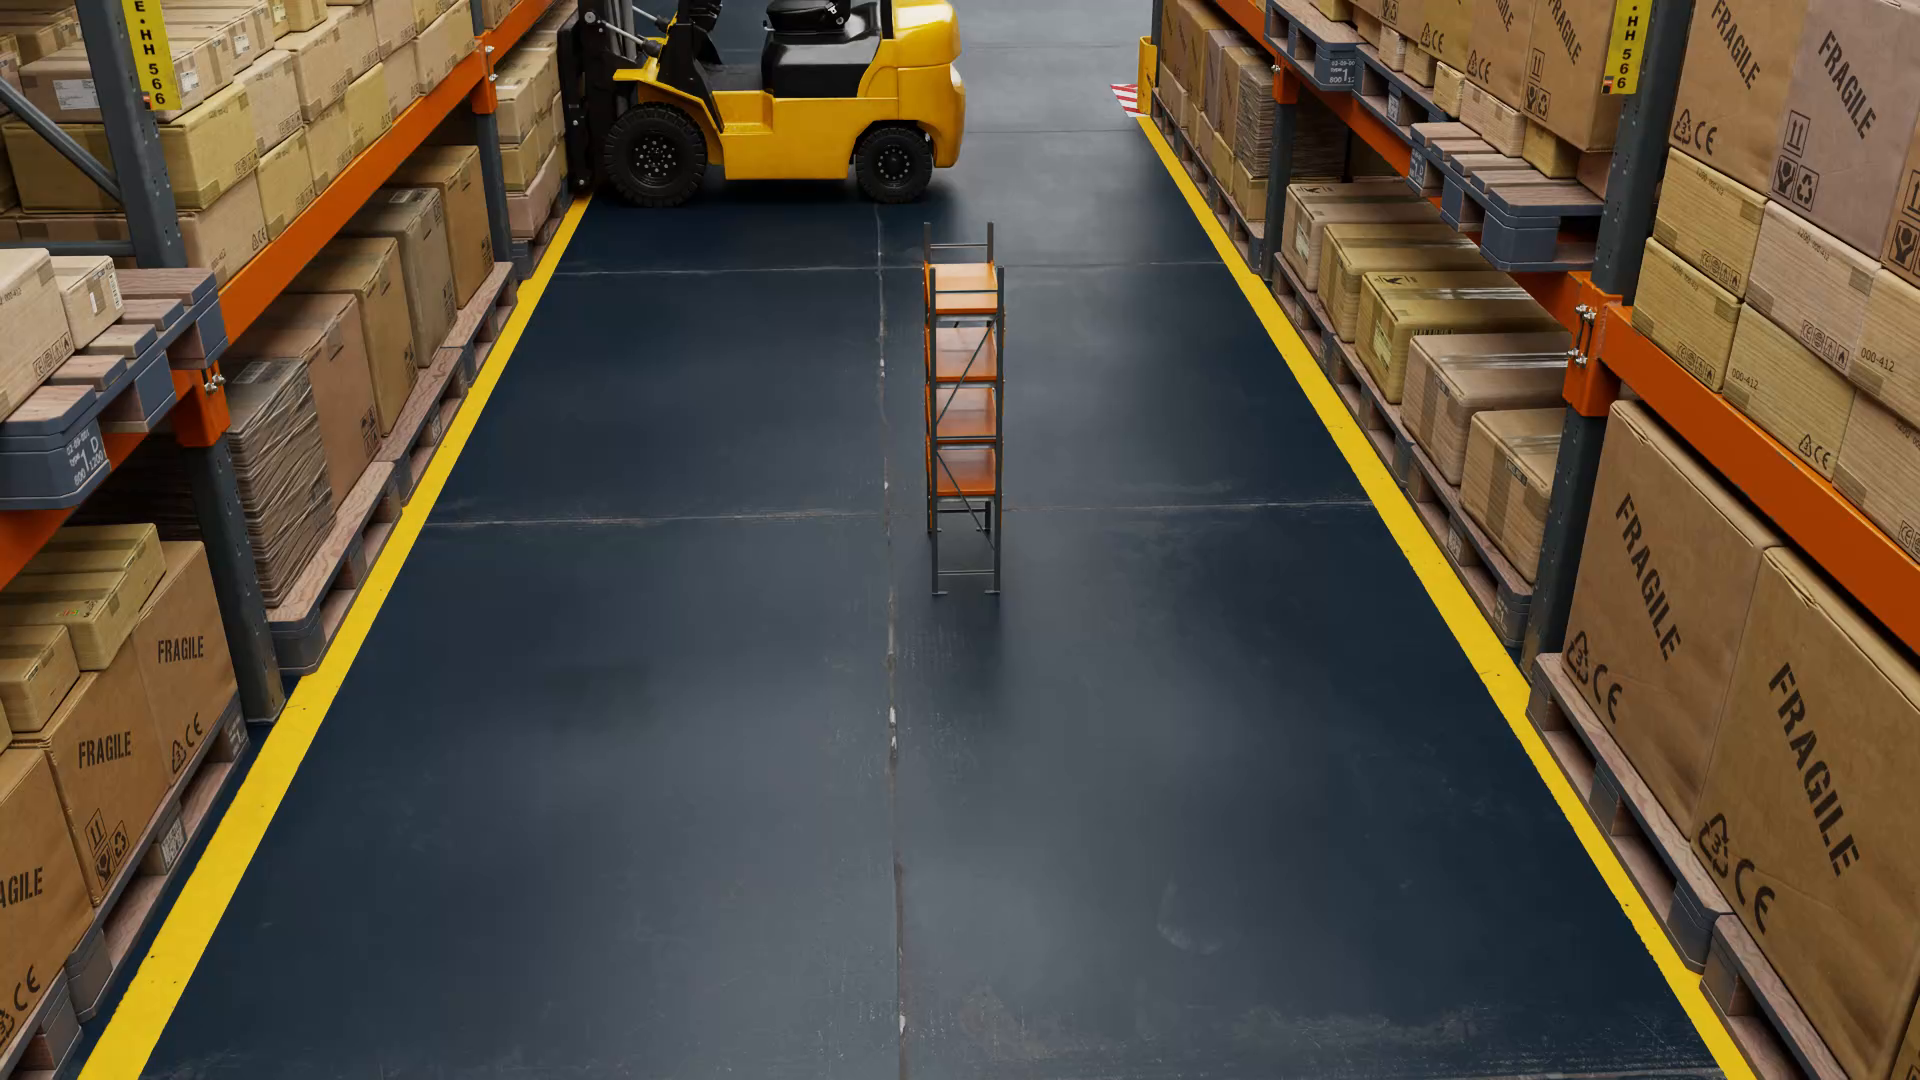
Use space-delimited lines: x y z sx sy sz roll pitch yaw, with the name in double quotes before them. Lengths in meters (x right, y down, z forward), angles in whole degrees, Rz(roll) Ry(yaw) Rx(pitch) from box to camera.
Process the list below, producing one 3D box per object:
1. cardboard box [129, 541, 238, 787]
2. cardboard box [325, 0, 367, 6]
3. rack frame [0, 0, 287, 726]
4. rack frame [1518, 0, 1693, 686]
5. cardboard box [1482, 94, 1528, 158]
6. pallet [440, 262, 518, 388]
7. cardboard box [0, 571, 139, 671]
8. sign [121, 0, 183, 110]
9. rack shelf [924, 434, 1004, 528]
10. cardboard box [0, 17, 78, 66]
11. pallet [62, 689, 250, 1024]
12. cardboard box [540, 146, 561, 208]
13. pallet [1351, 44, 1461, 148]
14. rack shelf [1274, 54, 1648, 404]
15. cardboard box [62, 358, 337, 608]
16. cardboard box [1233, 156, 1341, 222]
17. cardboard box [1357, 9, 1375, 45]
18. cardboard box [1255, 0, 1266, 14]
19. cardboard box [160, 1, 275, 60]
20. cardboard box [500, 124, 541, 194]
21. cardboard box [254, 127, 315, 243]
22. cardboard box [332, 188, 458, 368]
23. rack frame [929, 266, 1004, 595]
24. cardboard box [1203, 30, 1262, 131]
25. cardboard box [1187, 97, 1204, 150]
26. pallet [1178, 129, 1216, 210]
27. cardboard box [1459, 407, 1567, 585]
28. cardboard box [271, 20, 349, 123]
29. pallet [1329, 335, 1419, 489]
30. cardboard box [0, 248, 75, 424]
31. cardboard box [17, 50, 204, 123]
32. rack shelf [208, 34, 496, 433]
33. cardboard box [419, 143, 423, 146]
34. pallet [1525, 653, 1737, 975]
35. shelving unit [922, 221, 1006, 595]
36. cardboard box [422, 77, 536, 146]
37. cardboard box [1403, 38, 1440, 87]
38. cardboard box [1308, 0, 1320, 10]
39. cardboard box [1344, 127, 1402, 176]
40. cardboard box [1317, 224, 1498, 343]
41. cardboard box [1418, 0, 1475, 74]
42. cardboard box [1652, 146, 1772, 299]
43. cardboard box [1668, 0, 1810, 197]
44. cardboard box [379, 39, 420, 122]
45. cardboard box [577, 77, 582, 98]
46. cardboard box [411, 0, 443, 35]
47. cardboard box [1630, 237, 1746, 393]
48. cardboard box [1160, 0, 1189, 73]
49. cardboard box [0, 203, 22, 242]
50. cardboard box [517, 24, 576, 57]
"cardboard box" -2.388 0.339 4.605 0.500 0.500 0.500 -1 28 -1
"cardboard box" -2.407 -2.090 6.204 0.380 0.149 0.250 -2 28 -4
"rack frame" -2.625 -0.773 4.488 1.000 3.000 0.127 -1 28 -3
"rack frame" 2.332 -0.895 4.722 1.000 3.000 0.127 -1 28 -3
"cardboard box" 1.935 -1.352 5.417 0.380 0.149 0.250 -2 28 -3
"pallet" -2.757 -1.045 8.024 1.003 0.211 1.213 -1 28 -3
"cardboard box" -2.301 0.209 4.154 0.380 0.149 0.250 -3 28 -5
"sign" -2.084 -1.269 4.273 0.100 0.325 0.005 -1 28 -3
"rack shelf" 0.009 -0.220 5.949 0.258 0.148 0.480 -1 28 -3
"cardboard box" -2.922 -1.490 5.053 0.380 0.149 0.250 -1 28 -3
"pallet" -2.624 0.809 4.471 1.003 0.211 1.213 -1 28 -3
"cardboard box" -2.571 -2.053 9.462 0.500 0.250 0.500 -2 28 -4
"pallet" 2.187 -1.723 6.517 1.003 0.211 1.213 -1 28 -3
"rack shelf" 2.227 -1.499 6.659 1.077 0.370 4.000 -1 28 -3
"cardboard box" -2.644 -0.195 5.493 0.875 0.625 0.625 -1 28 -1
"cardboard box" 1.823 -1.975 9.313 0.500 0.250 0.500 0 28 0
"cardboard box" 1.903 -2.189 7.022 0.380 0.149 0.250 -1 28 -2
"cardboard box" 1.782 -2.887 8.812 0.380 0.149 0.250 -1 28 -1
"cardboard box" -2.428 -1.621 5.305 0.380 0.149 0.250 -1 28 -2
"cardboard box" -2.551 -2.040 8.896 0.500 0.250 0.500 -2 28 -3
"cardboard box" -2.426 -1.150 5.373 0.500 0.250 0.500 -2 28 -4
"cardboard box" -2.763 -1.154 7.333 0.875 0.625 0.625 -2 28 -3
"rack frame" 0.021 -0.343 5.610 0.240 1.200 0.015 -1 28 -3
"cardboard box" 1.768 -2.779 10.042 0.500 0.500 0.500 0 28 0
"cardboard box" 1.740 -2.689 10.682 0.500 0.250 0.500 0 28 1
"pallet" 1.986 -2.380 10.584 1.003 0.211 1.213 -1 28 -3
"cardboard box" 2.312 -0.177 5.733 0.950 0.372 0.625 -3 28 -6
"cardboard box" -2.439 -1.612 5.719 0.500 0.250 0.500 -2 28 -4
"pallet" 2.232 -0.581 7.136 1.003 0.211 1.213 -1 28 -3
"cardboard box" -2.247 -0.413 3.507 0.500 0.250 0.500 -3 28 -5
"cardboard box" -2.348 -1.259 4.611 0.380 0.149 0.250 -1 28 -1
"rack shelf" -2.730 -1.378 6.426 1.077 0.370 4.000 -1 28 -3
"cardboard box" -3.053 -2.253 8.765 0.500 0.250 0.500 -1 28 -2
"pallet" 2.298 0.708 4.665 1.003 0.211 1.213 -1 28 -3
"shelving unit" 0.009 -0.456 5.826 0.258 1.200 0.503 -1 28 -3
"cardboard box" -2.546 -2.262 8.781 0.500 0.250 0.500 -2 28 -3
"cardboard box" 1.920 -1.829 6.330 0.380 0.149 0.250 -2 28 -4
"cardboard box" 1.836 -2.554 7.720 0.380 0.149 0.250 -1 28 -2
"cardboard box" 2.362 -2.320 9.164 0.500 0.500 0.500 0 28 0
"cardboard box" 2.194 -1.189 7.673 0.950 0.372 0.625 0 28 1
"cardboard box" 1.965 -1.932 5.826 0.500 0.500 0.500 -3 28 -6
"cardboard box" 2.111 -0.810 4.181 0.500 0.250 0.500 -2 28 -3
"cardboard box" 2.113 -1.149 4.019 0.500 0.500 0.500 -2 28 -4
"cardboard box" -2.519 -1.865 6.745 0.500 0.250 0.500 -1 28 -2
"cardboard box" -2.619 -2.738 10.235 0.500 0.250 0.500 -1 28 -3
"cardboard box" -2.519 -2.317 7.071 0.500 0.250 0.500 -2 28 -4
"cardboard box" 2.106 -0.596 4.311 0.500 0.250 0.500 -2 28 -4
"cardboard box" 1.682 -3.498 11.422 0.500 0.500 0.500 -2 28 -4
"cardboard box" -2.904 -0.908 4.909 0.500 0.250 0.500 -2 28 -4
"cardboard box" -2.620 -2.970 10.139 0.500 0.250 0.500 -2 28 -4
